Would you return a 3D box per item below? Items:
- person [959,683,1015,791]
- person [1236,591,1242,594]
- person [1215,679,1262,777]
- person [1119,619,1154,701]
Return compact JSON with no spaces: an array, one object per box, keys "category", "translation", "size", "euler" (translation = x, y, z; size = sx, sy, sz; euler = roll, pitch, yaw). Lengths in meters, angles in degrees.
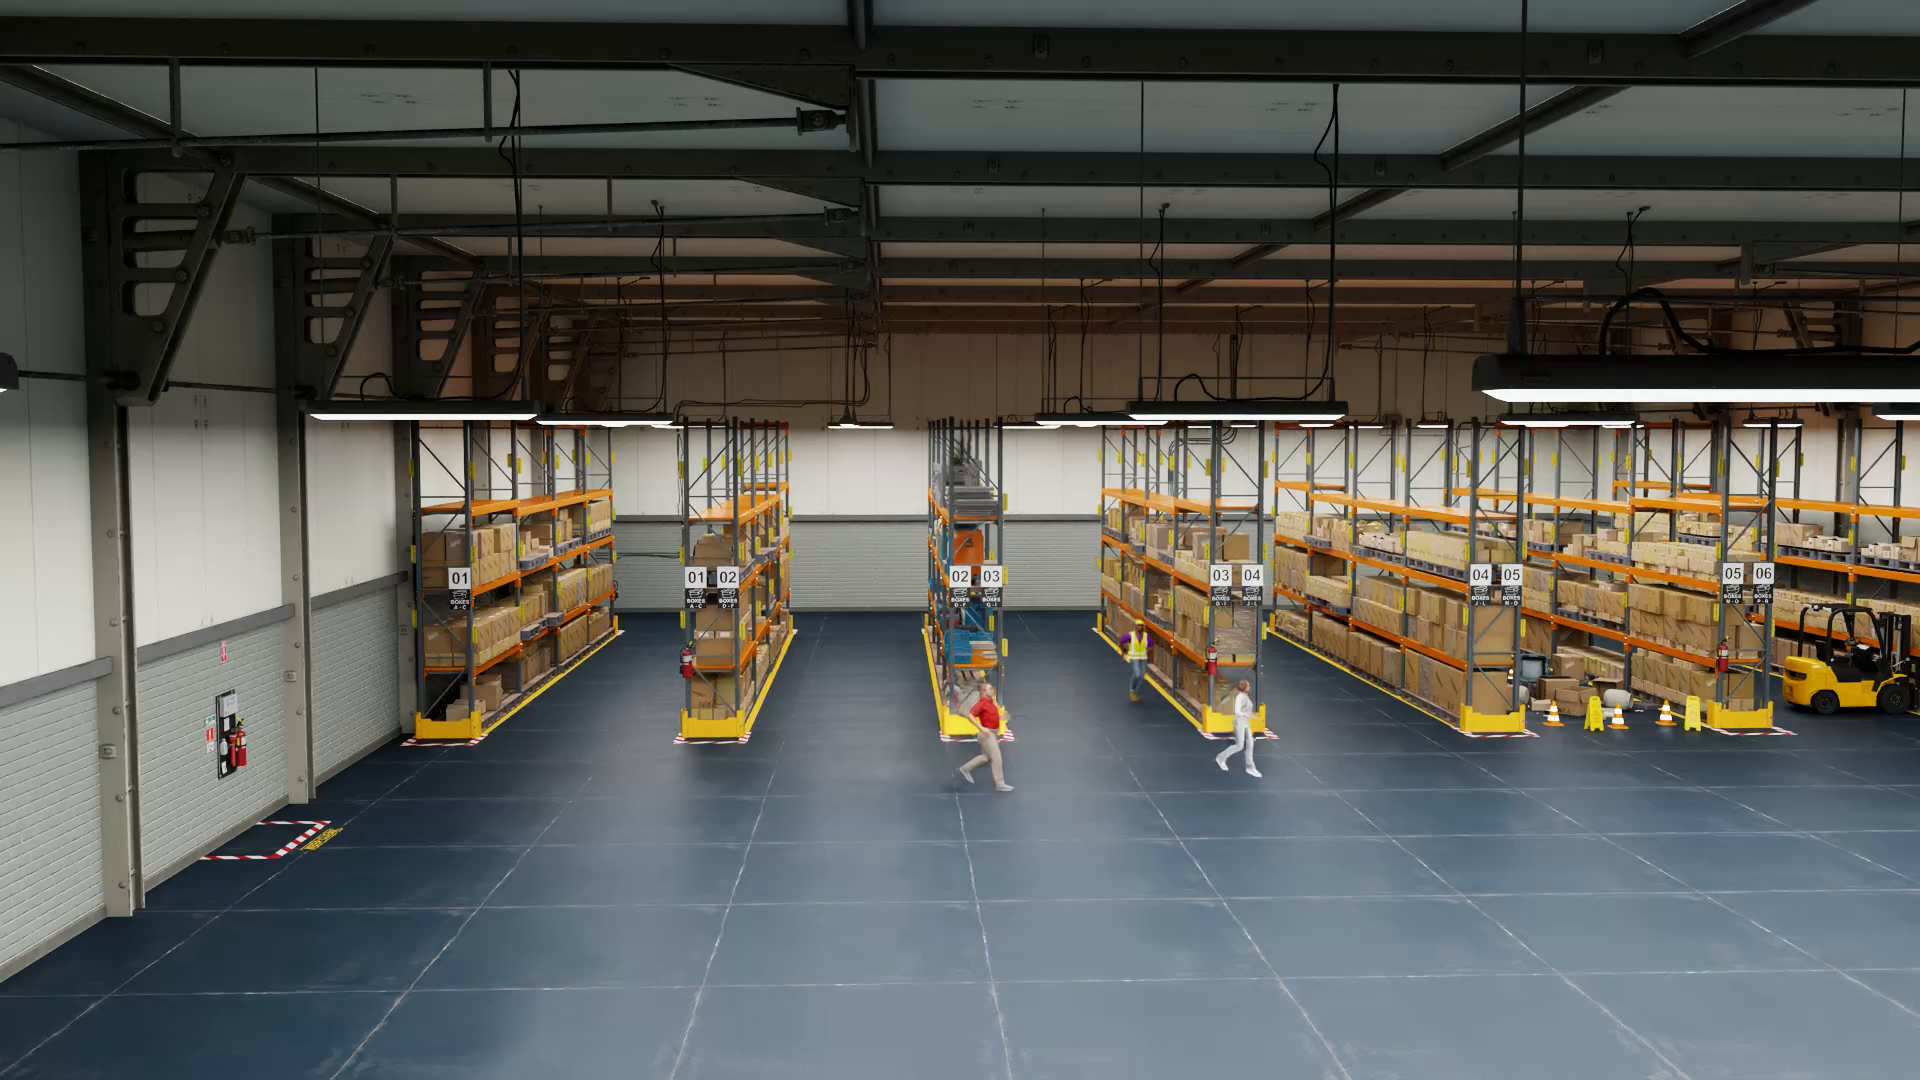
[{"category":"person","translation":[0.435,3.127,26.500],"size":[0.933,1.698,0.672],"euler":[1,4,15]},{"category":"person","translation":[7.895,1.824,47.444],"size":[0.625,1.649,0.661],"euler":[2,4,26]},{"category":"person","translation":[4.662,3.118,27.719],"size":[0.763,1.613,0.565],"euler":[2,4,26]},{"category":"person","translation":[3.779,2.541,35.207],"size":[0.692,1.741,0.660],"euler":[-1,4,-14]}]
